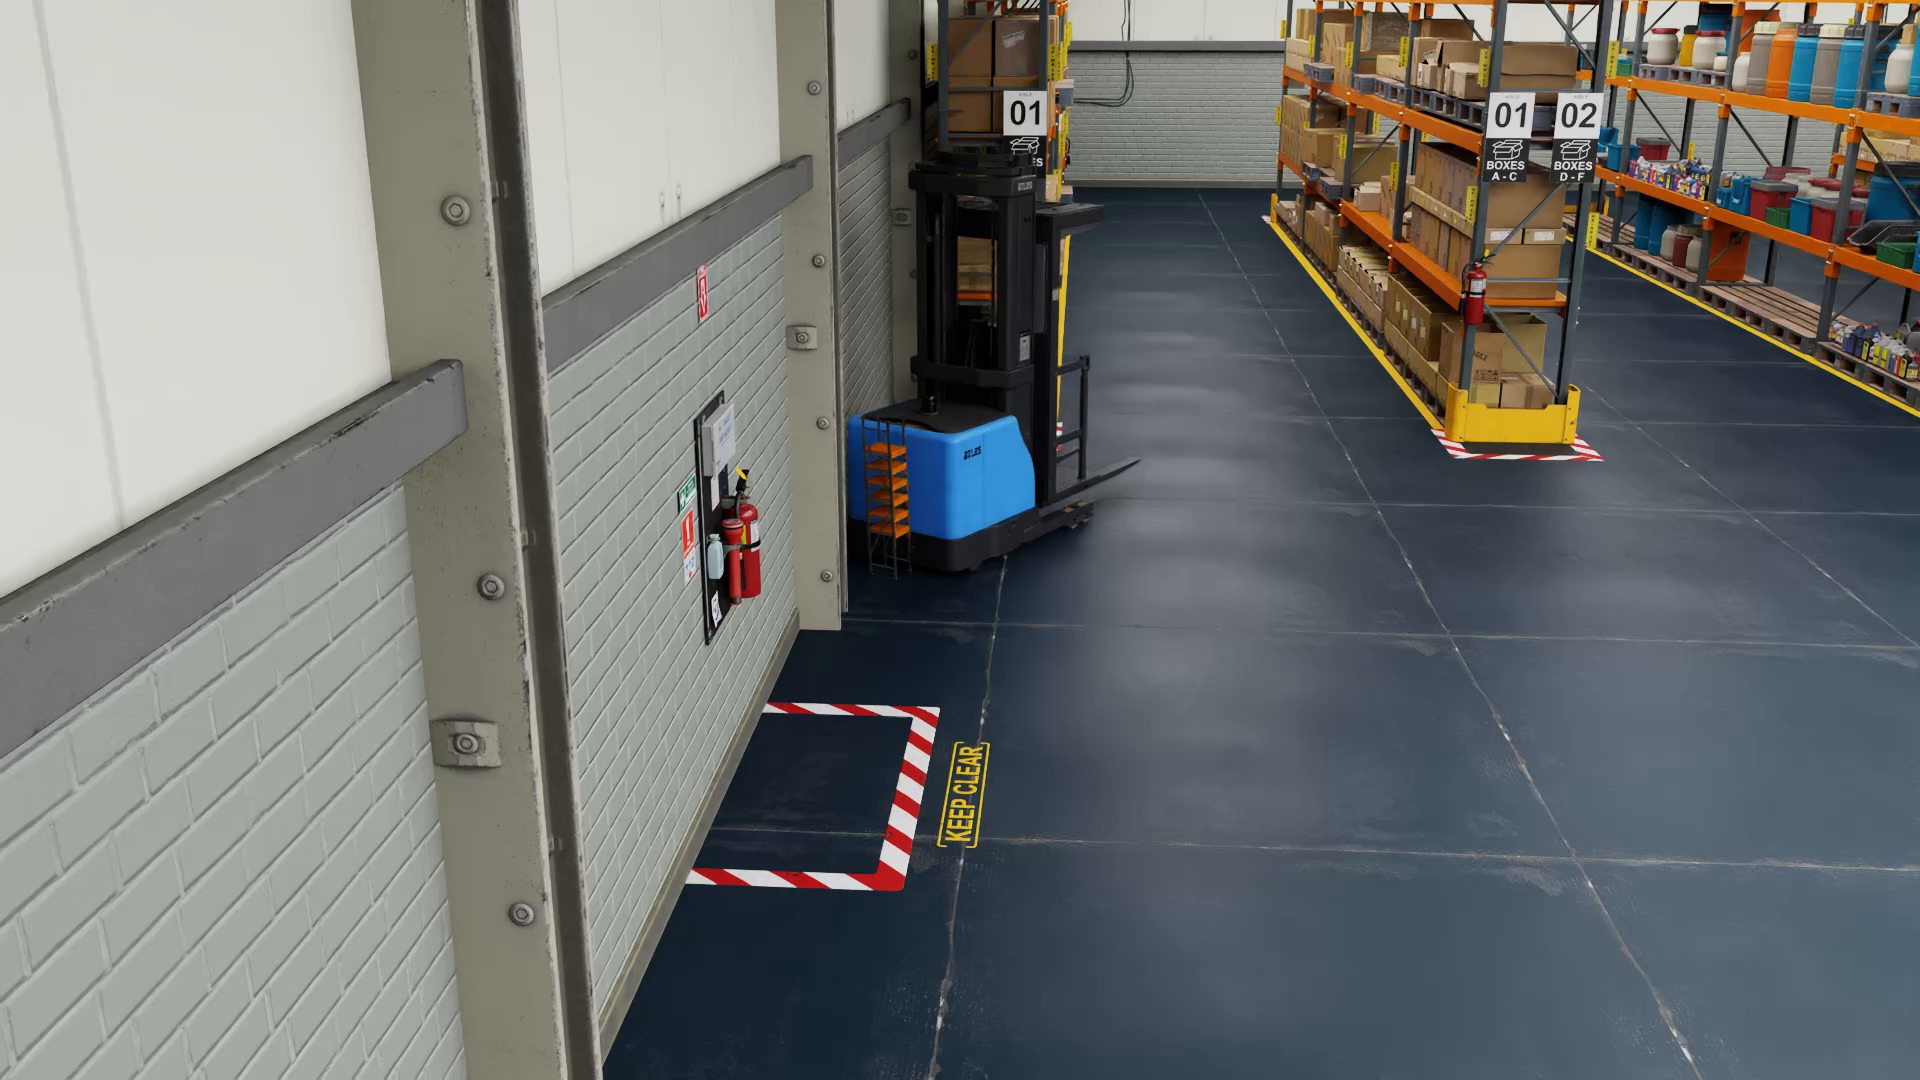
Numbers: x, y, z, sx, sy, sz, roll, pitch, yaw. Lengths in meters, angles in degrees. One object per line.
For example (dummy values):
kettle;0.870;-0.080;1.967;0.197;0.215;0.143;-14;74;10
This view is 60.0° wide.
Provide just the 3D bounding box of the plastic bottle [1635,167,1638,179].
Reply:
plastic bottle;10.593;-5.745;25.957;0.097;0.201;0.097;0;18;0

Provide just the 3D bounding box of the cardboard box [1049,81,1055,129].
cardboard box;0.651;-4.262;16.103;0.500;0.500;0.500;2;18;8

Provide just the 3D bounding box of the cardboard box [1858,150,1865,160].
cardboard box;15.865;-6.690;28.928;0.380;0.149;0.250;1;18;3

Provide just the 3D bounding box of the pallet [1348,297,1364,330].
pallet;5.630;-2.933;21.535;1.003;0.211;1.213;1;18;4

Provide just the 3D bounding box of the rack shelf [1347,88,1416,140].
rack shelf;5.674;-5.353;20.781;1.077;0.370;4.000;1;18;4

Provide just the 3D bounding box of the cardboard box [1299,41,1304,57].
cardboard box;5.946;-8.192;27.728;0.500;0.250;0.500;1;18;4

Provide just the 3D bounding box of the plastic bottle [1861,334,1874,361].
plastic bottle;9.933;-2.104;18.184;0.061;0.283;0.133;2;18;6

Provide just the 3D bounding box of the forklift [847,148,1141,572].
forklift;0.418;-1.561;12.980;1.130;2.935;3.031;12;22;33

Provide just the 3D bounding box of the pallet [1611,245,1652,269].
pallet;10.948;-4.457;26.187;1.003;0.211;1.213;1;18;4

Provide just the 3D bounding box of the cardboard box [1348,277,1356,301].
cardboard box;5.421;-3.310;21.948;0.500;0.250;0.500;1;18;2

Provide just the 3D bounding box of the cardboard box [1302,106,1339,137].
cardboard box;5.883;-6.818;27.148;0.500;0.500;0.500;1;18;4

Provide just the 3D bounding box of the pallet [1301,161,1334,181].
pallet;5.938;-5.796;26.103;1.003;0.211;1.213;1;18;4

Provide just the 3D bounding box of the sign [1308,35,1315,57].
sign;5.563;-7.814;26.305;0.100;0.325;0.005;1;18;4

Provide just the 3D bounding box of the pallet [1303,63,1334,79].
pallet;5.988;-7.268;25.772;1.213;0.211;1.003;1;18;4

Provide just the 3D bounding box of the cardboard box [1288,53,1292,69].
cardboard box;6.052;-8.421;29.228;0.500;0.250;0.500;1;18;4

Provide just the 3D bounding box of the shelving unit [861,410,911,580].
shelving unit;-0.526;-0.321;11.962;0.258;1.200;0.189;12;25;32

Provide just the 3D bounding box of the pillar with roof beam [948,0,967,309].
pillar with roof beam;4.215;-7.370;20.965;9.100;9.000;0.400;1;18;4

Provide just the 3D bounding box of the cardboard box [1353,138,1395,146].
cardboard box;6.007;-5.616;24.409;0.700;0.500;0.500;5;19;14

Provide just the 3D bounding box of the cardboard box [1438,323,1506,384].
cardboard box;4.986;-1.829;16.223;0.500;0.500;0.500;1;18;4

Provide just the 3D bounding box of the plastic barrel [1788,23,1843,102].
plastic barrel;10.385;-5.769;20.091;0.600;0.901;0.708;1;18;4

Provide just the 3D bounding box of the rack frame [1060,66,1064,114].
rack frame;1.163;-6.242;27.157;1.000;3.000;0.127;1;18;4

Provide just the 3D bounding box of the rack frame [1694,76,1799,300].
rack frame;10.758;-4.779;22.690;1.000;3.000;0.127;1;18;4

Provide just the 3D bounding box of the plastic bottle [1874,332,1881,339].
plastic bottle;10.110;-2.160;18.373;0.097;0.271;0.097;0;18;0

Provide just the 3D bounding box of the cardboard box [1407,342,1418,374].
cardboard box;5.084;-1.938;17.762;0.500;0.250;0.500;1;18;4

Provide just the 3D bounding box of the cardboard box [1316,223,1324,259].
cardboard box;5.720;-4.531;25.243;0.500;0.500;0.500;1;18;2

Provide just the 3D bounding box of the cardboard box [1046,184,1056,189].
cardboard box;0.788;-3.587;18.058;0.500;0.500;0.500;1;18;2

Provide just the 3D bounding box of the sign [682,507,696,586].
sign;-1.297;0.030;7.956;0.001;0.329;0.234;1;18;4

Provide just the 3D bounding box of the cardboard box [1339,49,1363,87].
cardboard box;5.852;-6.658;23.448;0.910;0.500;0.500;1;18;4

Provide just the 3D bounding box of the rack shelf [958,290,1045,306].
rack shelf;0.446;-2.795;17.790;1.077;0.370;4.000;1;18;4

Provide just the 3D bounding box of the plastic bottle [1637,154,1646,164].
plastic bottle;10.694;-5.883;26.140;0.144;0.351;0.185;1;18;4

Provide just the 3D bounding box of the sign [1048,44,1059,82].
sign;0.844;-4.344;15.143;0.100;0.325;0.005;1;18;4

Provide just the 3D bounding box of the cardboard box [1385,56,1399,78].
cardboard box;5.822;-6.139;21.590;0.500;0.250;0.500;2;18;5

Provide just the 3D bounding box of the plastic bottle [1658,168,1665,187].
plastic bottle;10.513;-5.430;24.884;0.097;0.271;0.097;0;18;0

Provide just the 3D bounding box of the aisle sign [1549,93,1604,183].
aisle sign;5.545;-3.614;14.961;0.394;0.787;0.004;1;18;4

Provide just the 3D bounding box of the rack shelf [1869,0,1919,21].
rack shelf;10.328;-5.234;16.244;1.077;0.370;4.000;1;18;4

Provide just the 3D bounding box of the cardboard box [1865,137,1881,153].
cardboard box;15.898;-6.762;28.507;0.500;0.250;0.500;1;18;2

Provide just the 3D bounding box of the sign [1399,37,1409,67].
sign;4.989;-5.478;18.671;0.100;0.325;0.005;1;18;4

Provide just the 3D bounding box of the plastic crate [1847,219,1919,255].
plastic crate;10.307;-3.347;18.421;0.767;0.338;0.504;1;18;4

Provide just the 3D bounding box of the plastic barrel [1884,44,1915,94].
plastic barrel;10.245;-5.085;17.954;0.421;0.512;0.421;0;18;0

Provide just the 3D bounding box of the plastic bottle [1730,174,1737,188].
plastic bottle;11.213;-5.167;24.083;0.097;0.271;0.097;0;18;0

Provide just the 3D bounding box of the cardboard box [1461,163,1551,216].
cardboard box;5.327;-3.395;16.222;0.700;0.500;0.500;1;18;2

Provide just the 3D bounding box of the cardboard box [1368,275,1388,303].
cardboard box;5.305;-3.102;20.412;0.500;0.311;0.500;2;18;5

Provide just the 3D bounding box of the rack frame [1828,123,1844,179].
rack frame;16.272;-7.153;29.936;1.000;3.000;0.127;1;18;4

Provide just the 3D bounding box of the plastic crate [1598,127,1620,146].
plastic crate;11.494;-7.201;29.928;0.616;0.435;0.499;1;18;4

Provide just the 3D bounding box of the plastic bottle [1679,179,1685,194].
plastic bottle;10.447;-5.108;24.014;0.097;0.201;0.097;0;18;0

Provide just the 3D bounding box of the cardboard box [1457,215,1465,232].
cardboard box;5.137;-3.124;16.436;0.380;0.149;0.250;2;18;5

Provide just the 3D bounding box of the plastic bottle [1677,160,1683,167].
plastic bottle;11.339;-5.833;26.106;0.152;0.276;0.135;1;18;4

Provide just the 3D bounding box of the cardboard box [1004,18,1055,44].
cardboard box;0.659;-4.742;15.962;0.500;0.500;0.500;1;18;3

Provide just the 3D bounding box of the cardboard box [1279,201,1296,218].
cardboard box;6.034;-5.960;30.004;0.500;0.250;0.500;1;18;4

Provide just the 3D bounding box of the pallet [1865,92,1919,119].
pallet;10.517;-4.646;17.771;1.213;0.211;1.003;1;18;4

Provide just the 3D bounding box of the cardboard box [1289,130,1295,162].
cardboard box;5.988;-6.820;28.757;0.500;0.500;0.500;2;18;5

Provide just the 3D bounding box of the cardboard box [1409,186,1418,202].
cardboard box;5.319;-3.925;18.882;0.380;0.149;0.250;1;18;4
